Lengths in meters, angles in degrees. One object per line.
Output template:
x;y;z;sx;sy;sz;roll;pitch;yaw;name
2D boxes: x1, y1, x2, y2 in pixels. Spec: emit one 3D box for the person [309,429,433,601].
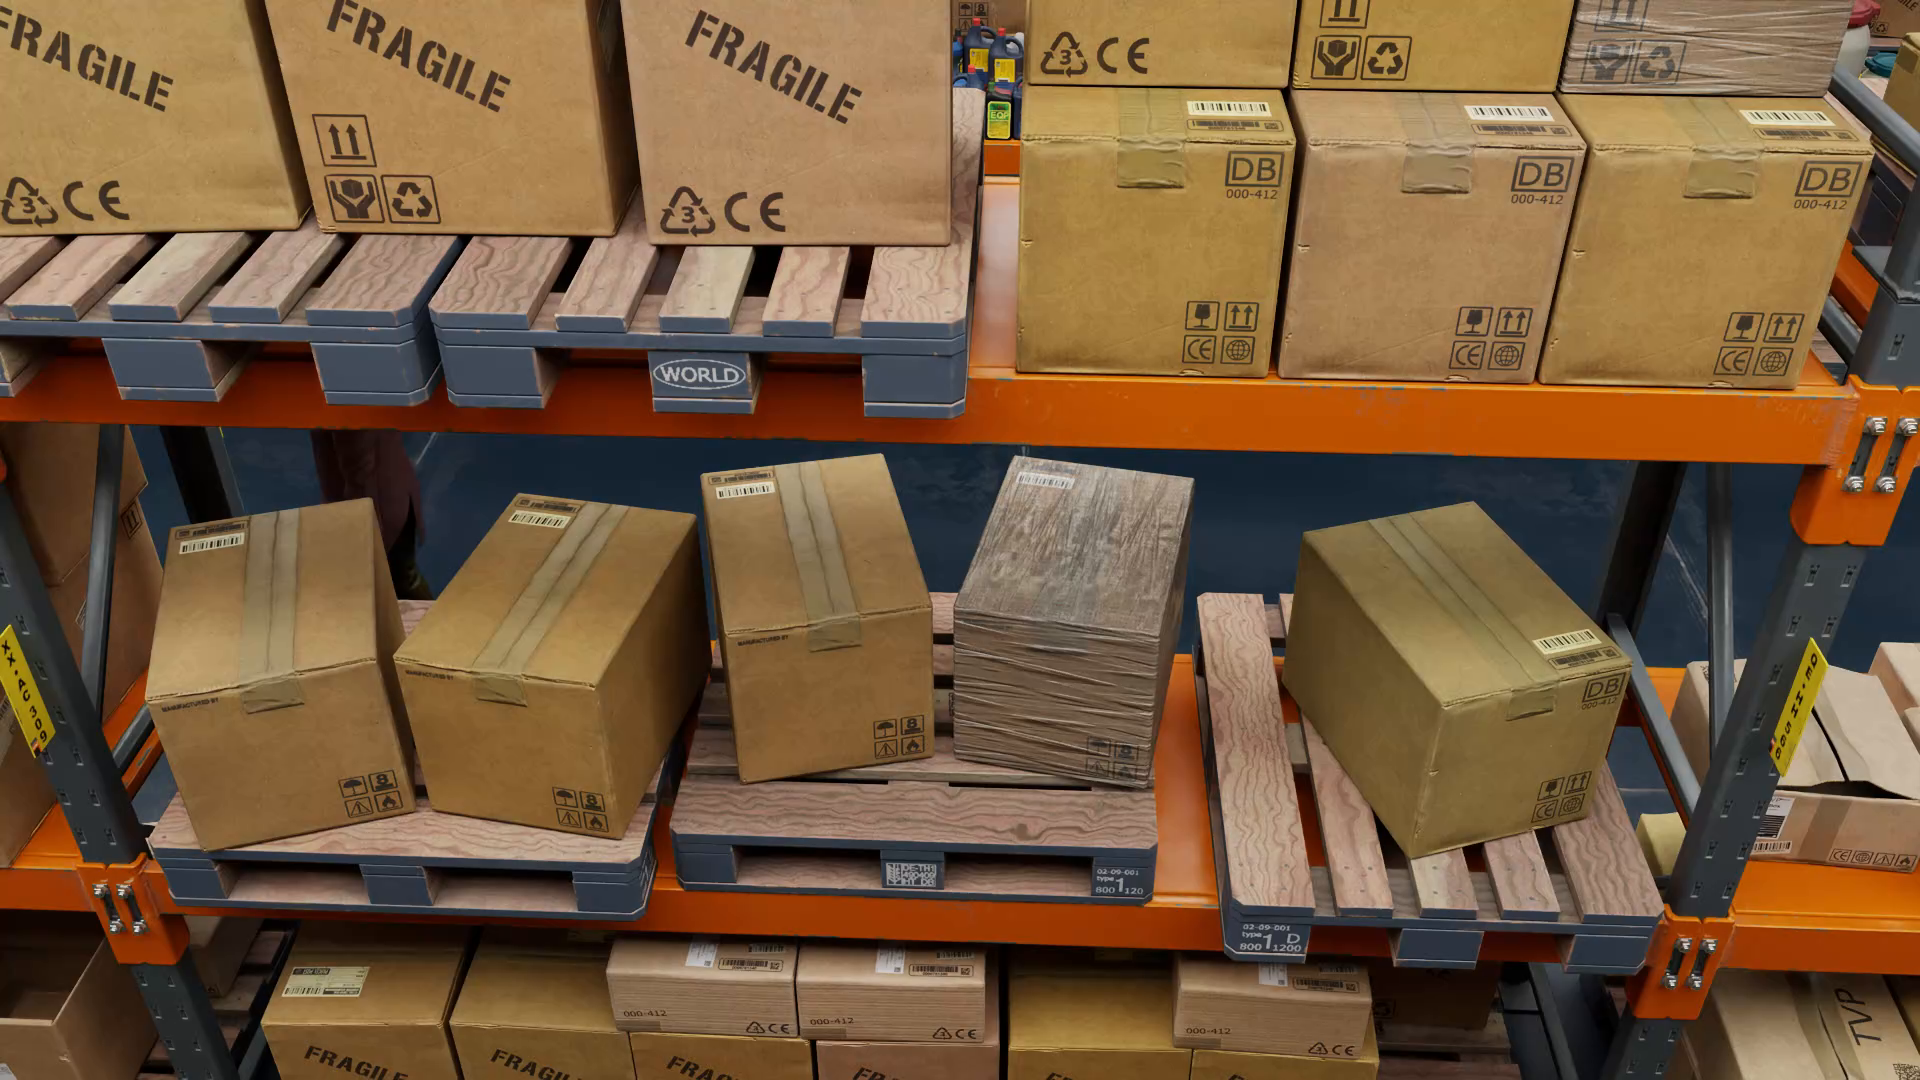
-2.265;-0.130;6.307;0.476;1.798;0.616;1;35;1;person
